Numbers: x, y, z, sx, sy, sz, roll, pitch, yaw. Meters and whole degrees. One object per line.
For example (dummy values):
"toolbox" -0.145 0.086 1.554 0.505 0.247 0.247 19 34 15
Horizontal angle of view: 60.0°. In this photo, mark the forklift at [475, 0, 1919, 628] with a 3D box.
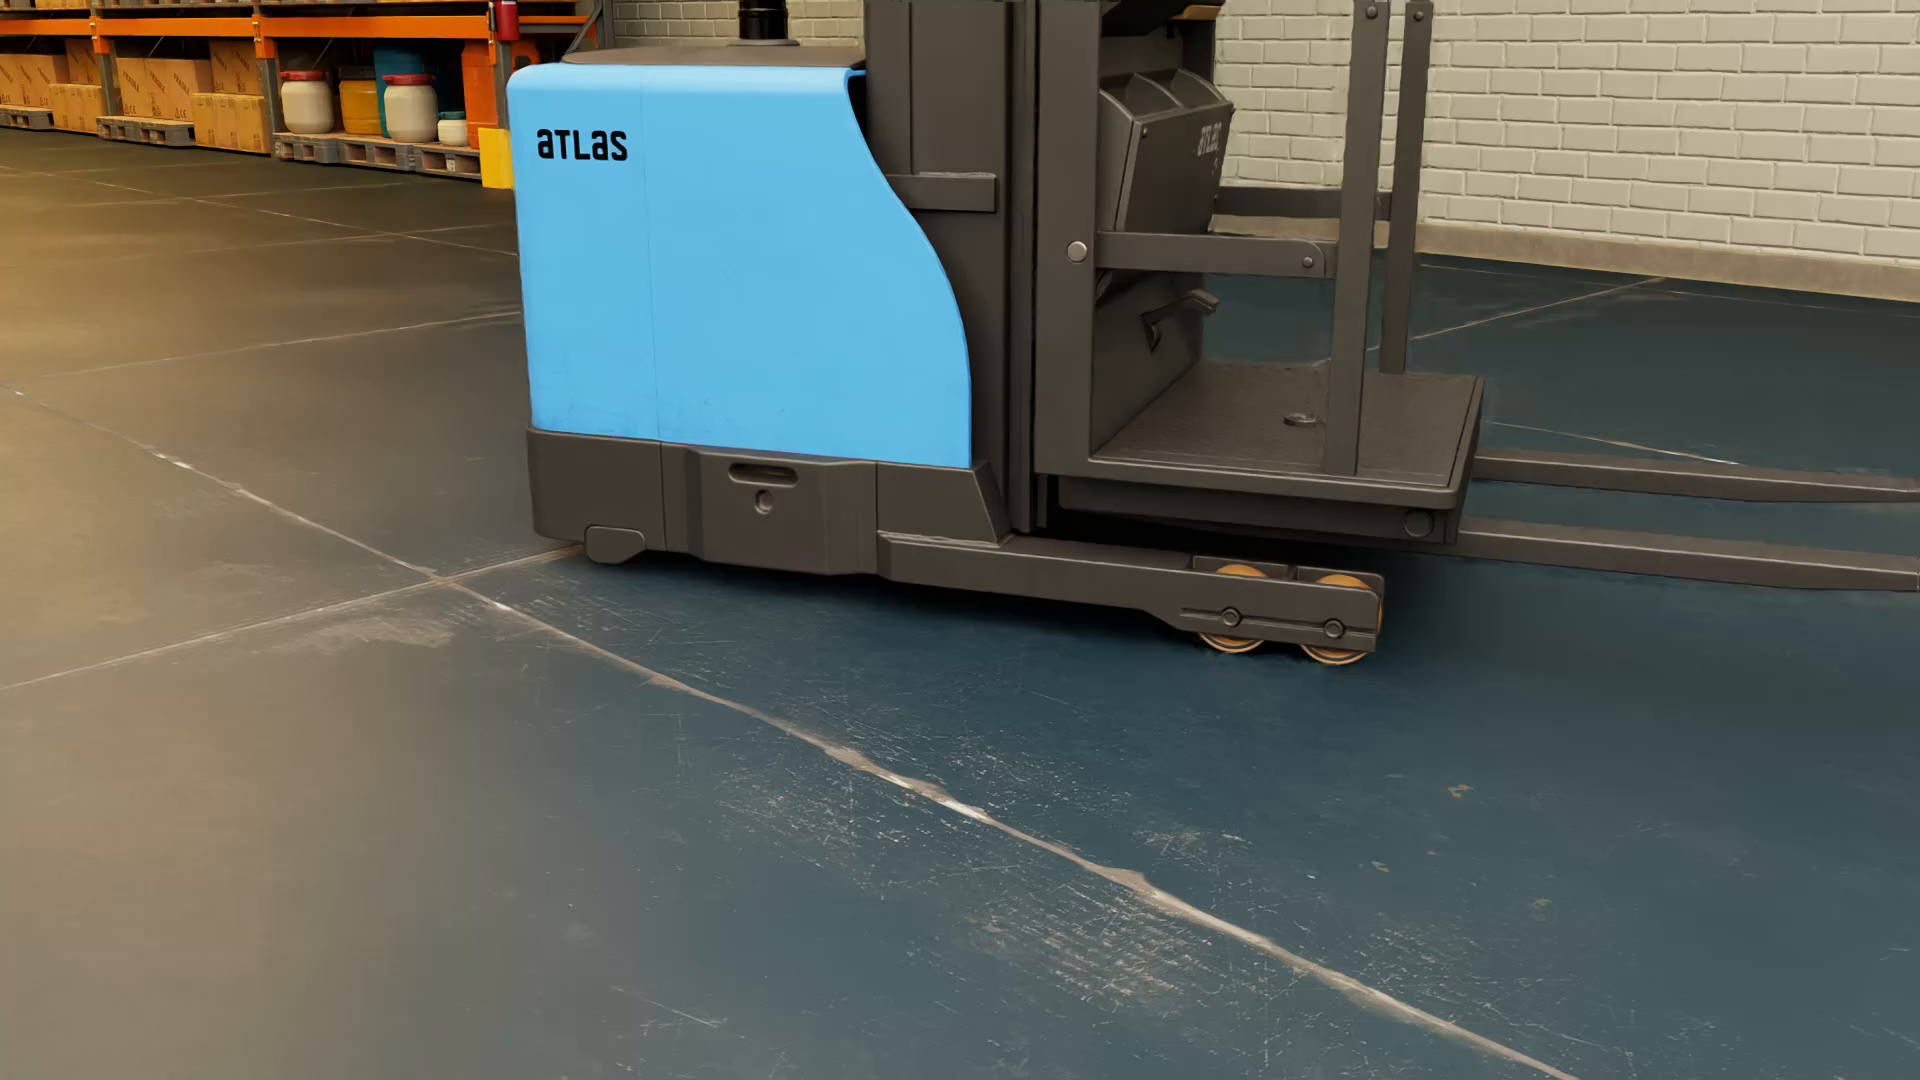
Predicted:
"forklift" 0.579 -1.390 3.427 3.031 2.935 1.130 2 17 5
